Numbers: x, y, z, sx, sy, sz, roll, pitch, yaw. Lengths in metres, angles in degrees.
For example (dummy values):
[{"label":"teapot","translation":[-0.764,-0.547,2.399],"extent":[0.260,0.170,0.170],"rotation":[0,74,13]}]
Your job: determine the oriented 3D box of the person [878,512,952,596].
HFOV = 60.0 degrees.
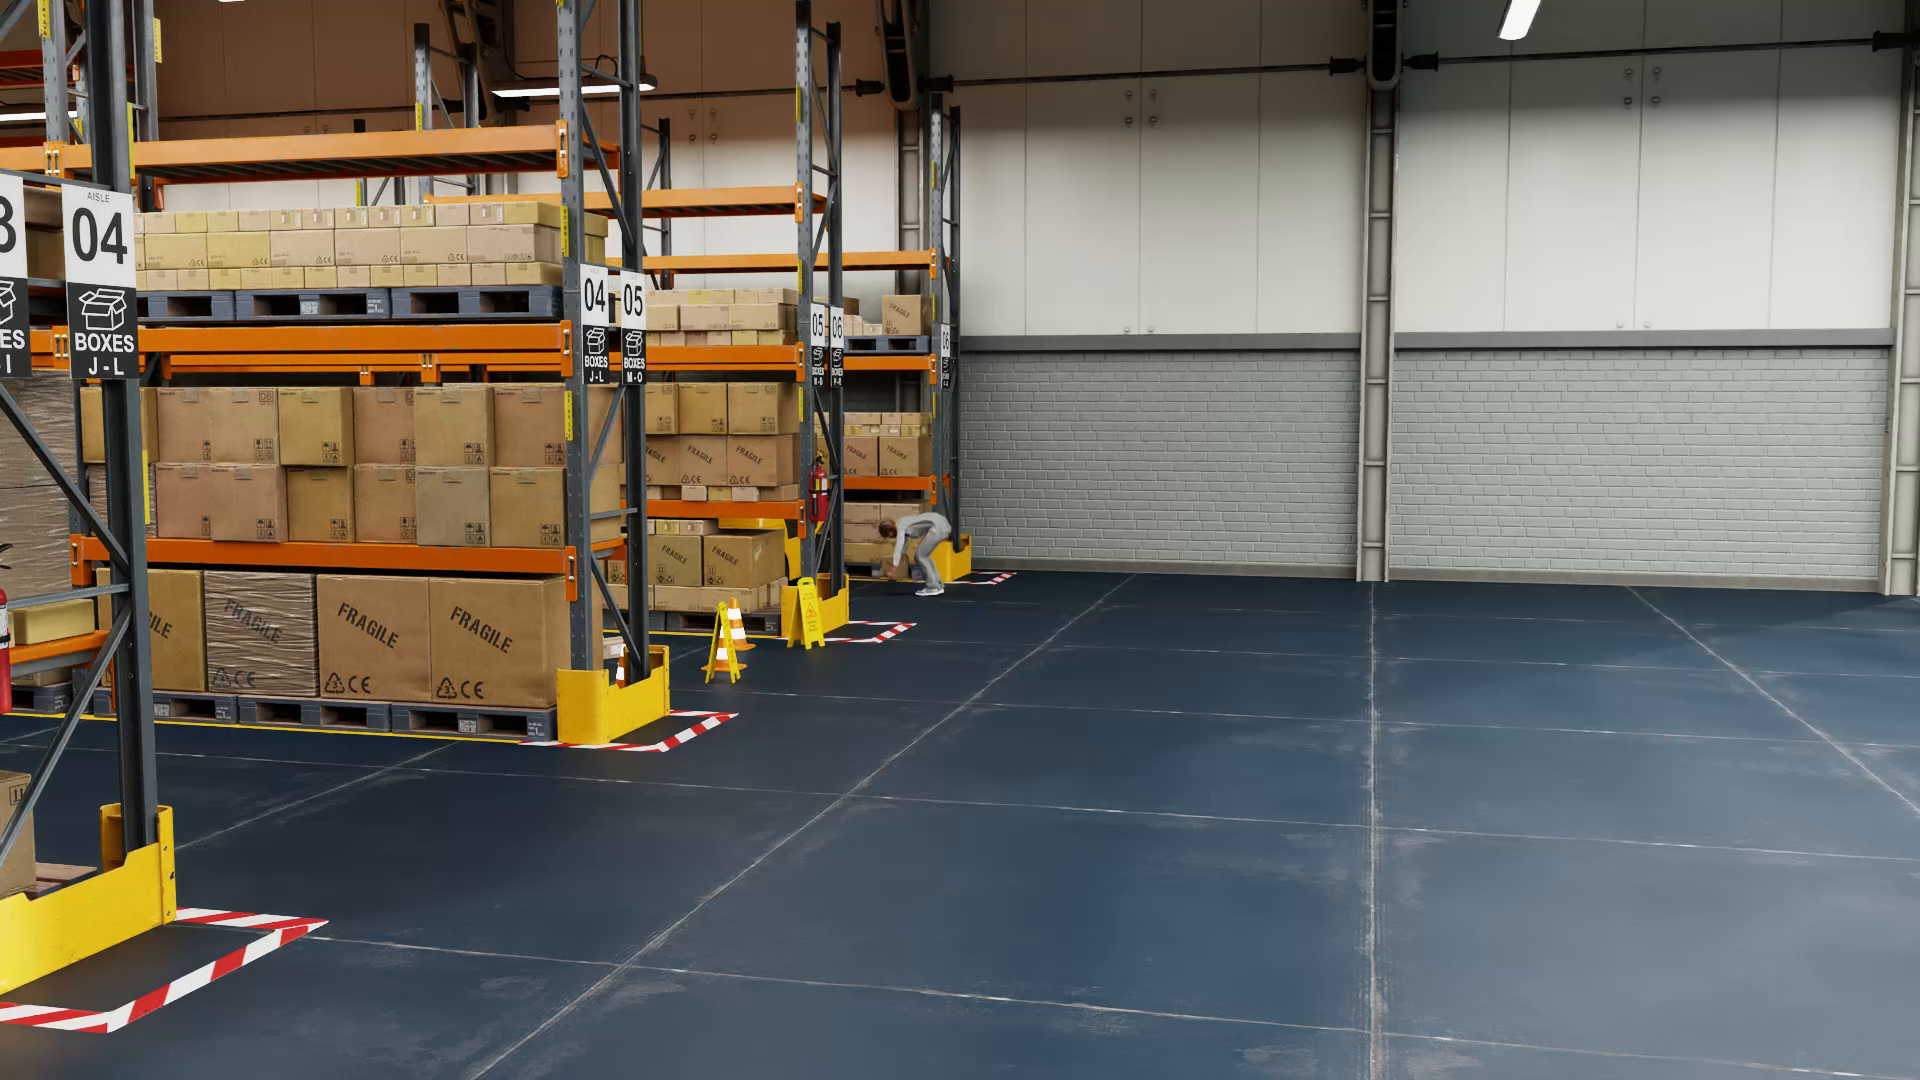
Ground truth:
[{"label":"person","translation":[-0.529,0.156,19.424],"extent":[0.870,0.970,0.405],"rotation":[1,5,11]}]
